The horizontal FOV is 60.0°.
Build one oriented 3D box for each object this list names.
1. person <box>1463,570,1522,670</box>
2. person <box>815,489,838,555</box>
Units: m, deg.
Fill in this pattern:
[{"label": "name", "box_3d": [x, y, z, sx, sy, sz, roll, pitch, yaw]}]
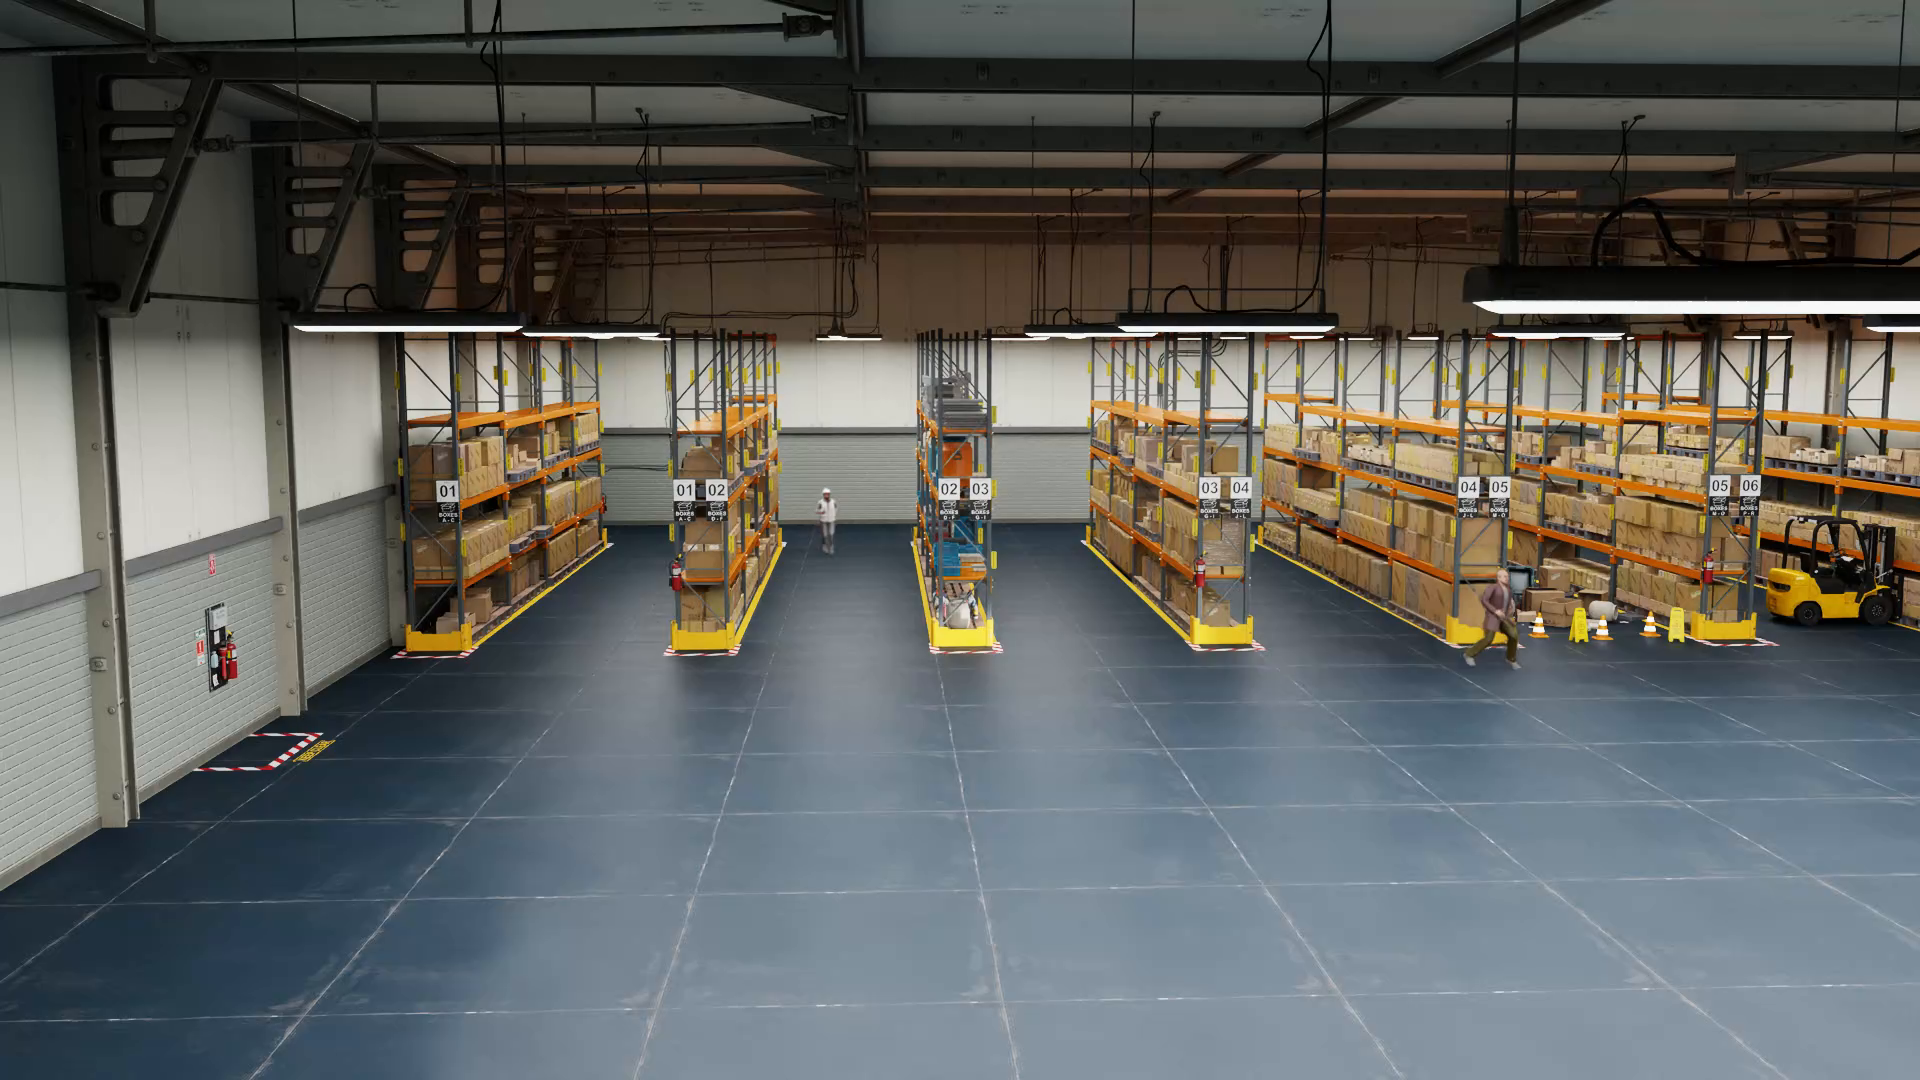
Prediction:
[{"label": "person", "box_3d": [9.475, 1.411, 29.425, 0.937, 1.778, 0.832, -5, 8, -35]}, {"label": "person", "box_3d": [-3.619, -0.519, 45.282, 0.662, 1.760, 0.949, -2, 7, -13]}]
